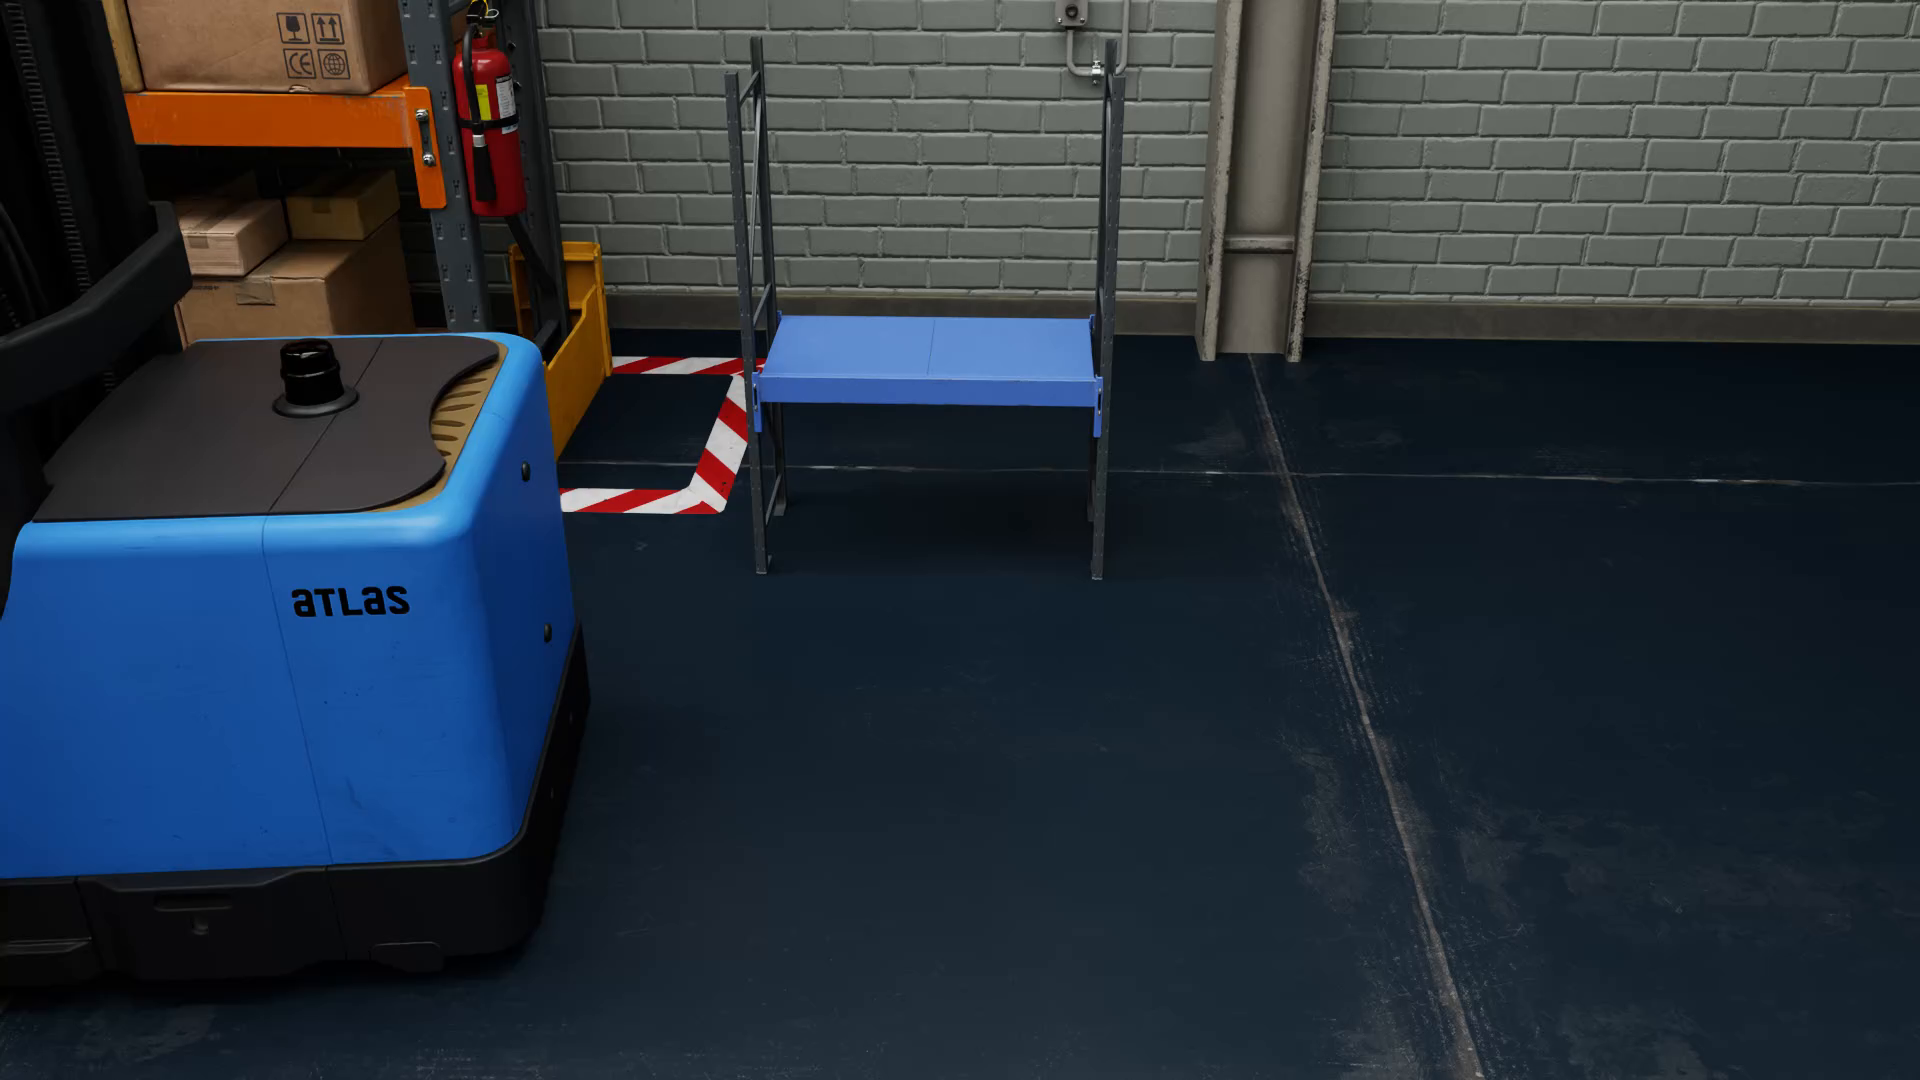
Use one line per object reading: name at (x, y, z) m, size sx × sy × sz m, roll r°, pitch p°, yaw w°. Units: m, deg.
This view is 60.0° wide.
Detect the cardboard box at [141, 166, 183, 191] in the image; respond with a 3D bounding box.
cardboard box at (-2.897, -1.182, 5.805) m, size 0.250 × 0.149 × 0.380 m, roll 1°, pitch 28°, yaw 2°

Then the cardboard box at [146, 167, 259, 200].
cardboard box at (-2.647, -1.177, 5.796) m, size 0.250 × 0.149 × 0.380 m, roll 1°, pitch 28°, yaw 2°

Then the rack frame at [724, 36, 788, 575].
rack frame at (-0.593, -0.672, 4.917) m, size 0.032 × 1.500 × 0.500 m, roll 1°, pitch 28°, yaw 2°

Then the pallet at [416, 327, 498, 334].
pallet at (-2.372, -0.490, 5.949) m, size 1.213 × 0.211 × 1.003 m, roll 1°, pitch 28°, yaw 2°

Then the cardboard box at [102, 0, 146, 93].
cardboard box at (-2.807, -1.889, 5.290) m, size 0.700 × 0.700 × 0.980 m, roll 1°, pitch 28°, yaw 1°

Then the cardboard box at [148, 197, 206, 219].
cardboard box at (-2.663, -0.999, 5.459) m, size 0.250 × 0.149 × 0.380 m, roll 2°, pitch 28°, yaw 3°

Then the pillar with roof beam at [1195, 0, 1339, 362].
pillar with roof beam at (1.007, -2.741, 0.813) m, size 0.400 × 9.000 × 9.100 m, roll 1°, pitch 28°, yaw 2°

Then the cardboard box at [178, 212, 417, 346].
cardboard box at (-2.273, -0.791, 5.761) m, size 0.500 × 0.500 × 0.700 m, roll 1°, pitch 28°, yaw 2°

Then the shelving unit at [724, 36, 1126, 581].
shelving unit at (-0.085, -0.664, 4.901) m, size 1.048 × 1.500 × 0.538 m, roll 1°, pitch 28°, yaw 2°

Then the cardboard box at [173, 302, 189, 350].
cardboard box at (-2.773, -0.800, 5.776) m, size 0.500 × 0.500 × 0.700 m, roll 1°, pitch 28°, yaw 2°

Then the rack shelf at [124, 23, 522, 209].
rack shelf at (-3.569, -1.461, 5.571) m, size 4.000 × 0.370 × 1.077 m, roll 1°, pitch 28°, yaw 2°

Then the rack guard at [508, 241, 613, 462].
rack guard at (-1.546, -0.641, 5.925) m, size 0.348 × 0.500 × 1.175 m, roll 1°, pitch 28°, yaw 2°

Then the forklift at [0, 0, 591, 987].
forklift at (-2.440, -0.568, 3.192) m, size 3.031 × 2.935 × 1.130 m, roll -2°, pitch 28°, yaw -3°

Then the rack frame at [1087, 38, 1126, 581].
rack frame at (0.423, -0.656, 4.886) m, size 0.032 × 1.500 × 0.500 m, roll 1°, pitch 28°, yaw 2°

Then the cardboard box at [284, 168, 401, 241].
cardboard box at (-2.141, -1.169, 5.781) m, size 0.250 × 0.149 × 0.380 m, roll 1°, pitch 28°, yaw 2°

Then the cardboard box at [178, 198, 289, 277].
cardboard box at (-2.408, -0.995, 5.452) m, size 0.250 × 0.149 × 0.380 m, roll 1°, pitch 28°, yaw 1°

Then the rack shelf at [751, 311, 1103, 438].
rack shelf at (-0.085, -0.505, 4.986) m, size 1.000 × 0.185 × 0.538 m, roll 1°, pitch 28°, yaw 2°

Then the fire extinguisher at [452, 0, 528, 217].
fire extinguisher at (-1.435, -1.328, 5.033) m, size 0.183 × 0.674 × 0.296 m, roll 1°, pitch 28°, yaw 2°

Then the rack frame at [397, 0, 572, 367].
rack frame at (-1.570, -1.745, 5.340) m, size 0.127 × 3.000 × 1.000 m, roll 1°, pitch 28°, yaw 2°

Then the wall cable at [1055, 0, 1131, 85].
wall cable at (-0.257, -2.616, 5.897) m, size 1.851 × 1.984 × 0.084 m, roll 1°, pitch 28°, yaw 2°

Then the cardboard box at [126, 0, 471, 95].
cardboard box at (-2.080, -1.882, 5.277) m, size 0.700 × 0.700 × 0.980 m, roll 2°, pitch 28°, yaw 4°
